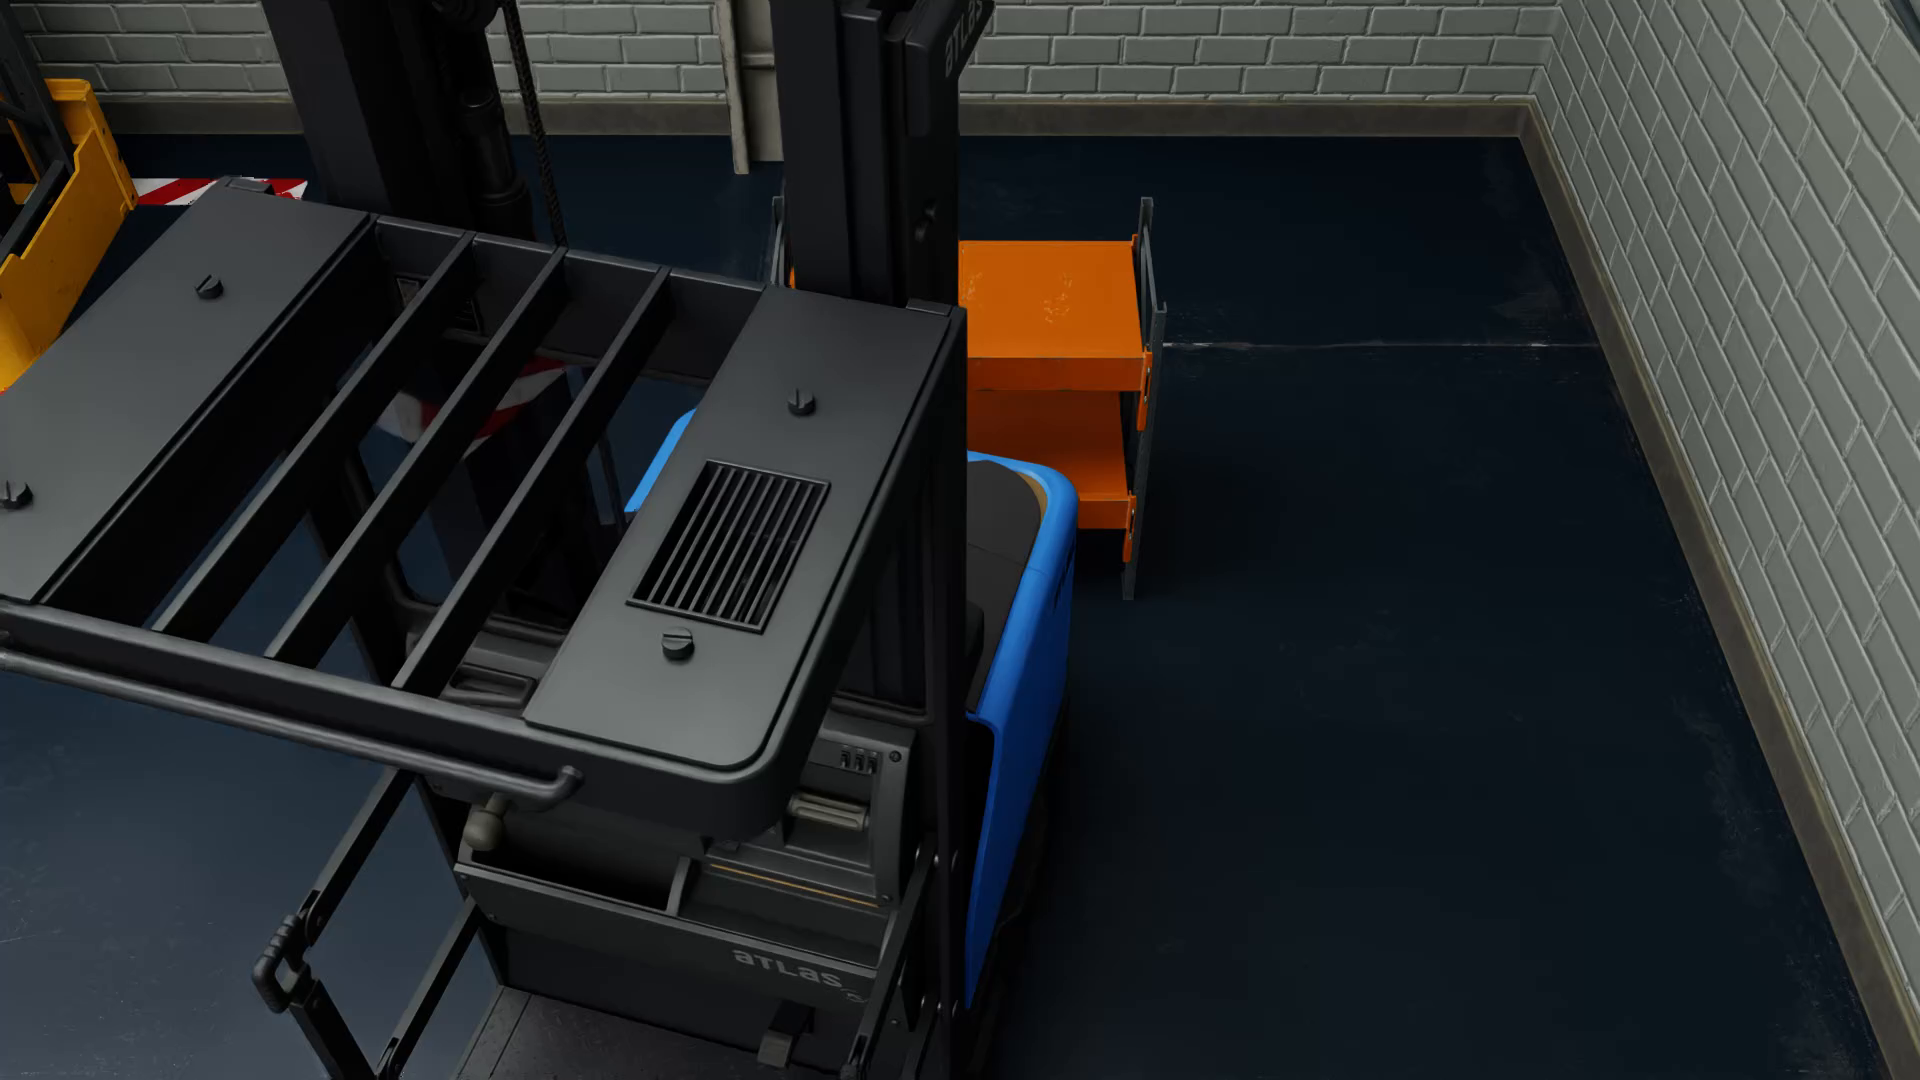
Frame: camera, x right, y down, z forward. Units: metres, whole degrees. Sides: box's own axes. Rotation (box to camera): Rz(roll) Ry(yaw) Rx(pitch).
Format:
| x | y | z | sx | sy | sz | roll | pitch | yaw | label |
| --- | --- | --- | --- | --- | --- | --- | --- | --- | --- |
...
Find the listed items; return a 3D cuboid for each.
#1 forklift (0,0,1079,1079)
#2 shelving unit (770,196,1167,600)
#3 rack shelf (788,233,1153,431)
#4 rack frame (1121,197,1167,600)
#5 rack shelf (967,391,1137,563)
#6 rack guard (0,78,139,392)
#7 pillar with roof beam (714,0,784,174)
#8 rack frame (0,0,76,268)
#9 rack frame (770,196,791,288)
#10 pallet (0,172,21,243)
| x | y | z | sx | sy | sz | roll | pitch | yaw | label |
| --- | --- | --- | --- | --- | --- | --- | --- | --- | --- |
| -0.594 | 0.512 | 2.771 | 1.130 | 2.935 | 3.031 | 12 | 48 | 11 | forklift |
| 0.007 | -0.383 | 4.838 | 1.048 | 1.125 | 0.538 | 0 | 47 | 0 | shelving unit |
| 0.007 | -0.583 | 4.624 | 1.000 | 0.278 | 0.538 | 0 | 47 | 0 | rack shelf |
| 0.515 | -0.382 | 4.837 | 0.032 | 1.125 | 0.500 | 0 | 47 | 0 | rack frame |
| 0.007 | -0.217 | 5.017 | 1.000 | 0.278 | 0.538 | 0 | 47 | 0 | rack shelf |
| -3.374 | -1.110 | 5.941 | 0.348 | 0.500 | 1.175 | 0 | 47 | 0 | rack guard |
| -0.711 | -1.480 | 0.480 | 0.400 | 9.000 | 9.100 | 0 | 47 | 0 | pillar with roof beam |
| -3.398 | -1.962 | 5.027 | 0.127 | 3.000 | 1.000 | 0 | 47 | 0 | rack frame |
| -0.502 | -0.385 | 4.840 | 0.032 | 1.125 | 0.500 | 0 | 47 | 0 | rack frame |
| -4.198 | -0.956 | 5.996 | 1.213 | 0.211 | 1.003 | 0 | 47 | 0 | pallet |
